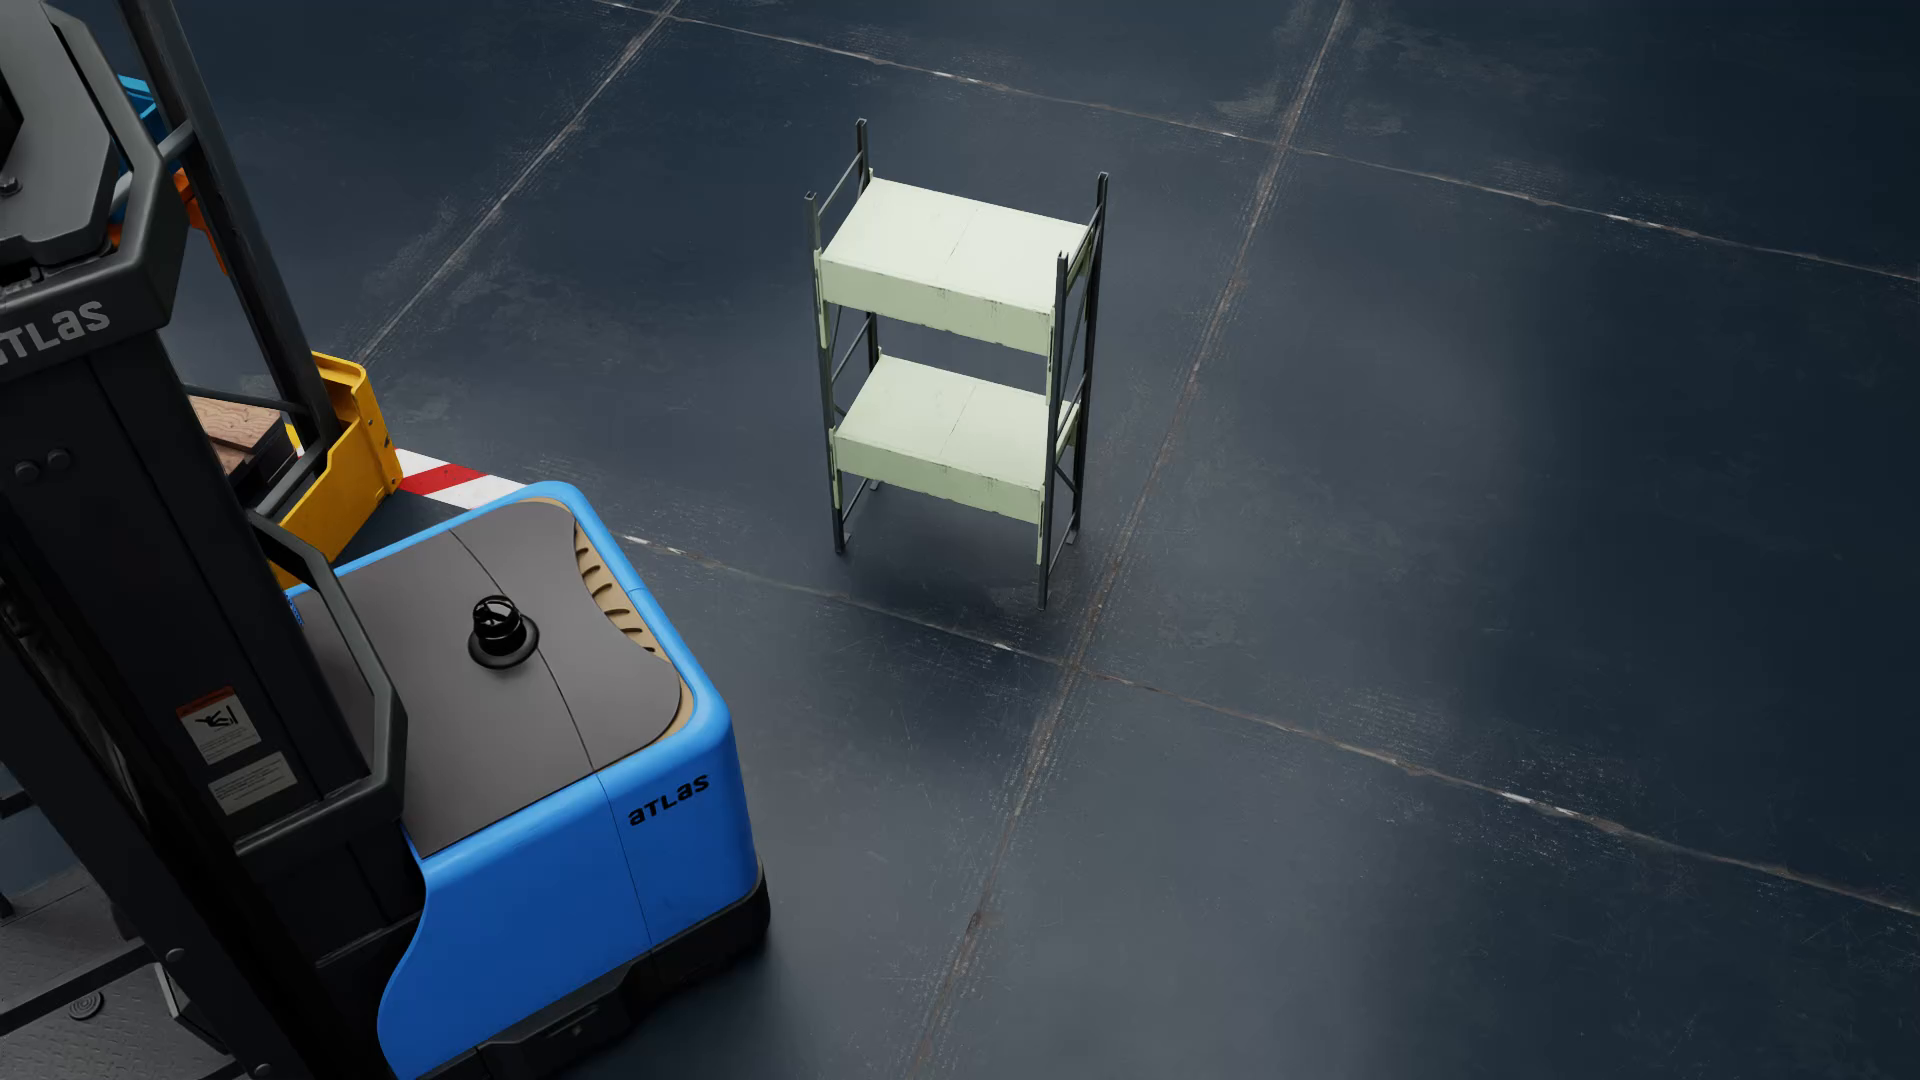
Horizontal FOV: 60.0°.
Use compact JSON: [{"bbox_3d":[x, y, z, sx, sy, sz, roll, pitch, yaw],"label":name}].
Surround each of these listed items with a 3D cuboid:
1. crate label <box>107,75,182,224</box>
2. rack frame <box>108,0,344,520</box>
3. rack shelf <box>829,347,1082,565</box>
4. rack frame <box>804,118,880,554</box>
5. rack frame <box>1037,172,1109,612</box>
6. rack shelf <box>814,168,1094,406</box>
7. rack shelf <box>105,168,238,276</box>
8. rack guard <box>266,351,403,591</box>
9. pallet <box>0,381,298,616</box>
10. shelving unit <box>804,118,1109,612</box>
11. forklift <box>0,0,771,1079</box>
[{"bbox_3d":[-2.479,-1.122,4.808,0.303,0.233,0.416,16,51,13],"label":"crate label"},{"bbox_3d":[-2.361,-0.859,4.509,0.127,3.000,1.000,16,51,13],"label":"rack frame"},{"bbox_3d":[-0.006,-0.279,5.431,0.720,0.370,0.431,16,51,13],"label":"rack shelf"},{"bbox_3d":[-0.350,-0.589,5.268,0.023,1.500,0.400,16,51,13],"label":"rack frame"},{"bbox_3d":[0.337,-0.397,5.102,0.023,1.500,0.400,16,51,13],"label":"rack frame"},{"bbox_3d":[-0.006,-0.749,4.890,0.720,0.370,0.431,16,51,13],"label":"rack shelf"},{"bbox_3d":[-4.238,-1.147,5.235,4.000,0.370,1.077,16,51,13],"label":"rack shelf"},{"bbox_3d":[-2.334,-0.043,5.457,0.348,0.500,1.175,16,51,13],"label":"rack guard"},{"bbox_3d":[-3.122,-0.189,5.774,1.213,0.211,1.003,16,51,13],"label":"pallet"},{"bbox_3d":[-0.006,-0.493,5.185,0.755,1.500,0.431,16,51,13],"label":"shelving unit"},{"bbox_3d":[-2.052,0.472,3.401,3.031,2.935,1.130,-26,54,-21],"label":"forklift"}]
